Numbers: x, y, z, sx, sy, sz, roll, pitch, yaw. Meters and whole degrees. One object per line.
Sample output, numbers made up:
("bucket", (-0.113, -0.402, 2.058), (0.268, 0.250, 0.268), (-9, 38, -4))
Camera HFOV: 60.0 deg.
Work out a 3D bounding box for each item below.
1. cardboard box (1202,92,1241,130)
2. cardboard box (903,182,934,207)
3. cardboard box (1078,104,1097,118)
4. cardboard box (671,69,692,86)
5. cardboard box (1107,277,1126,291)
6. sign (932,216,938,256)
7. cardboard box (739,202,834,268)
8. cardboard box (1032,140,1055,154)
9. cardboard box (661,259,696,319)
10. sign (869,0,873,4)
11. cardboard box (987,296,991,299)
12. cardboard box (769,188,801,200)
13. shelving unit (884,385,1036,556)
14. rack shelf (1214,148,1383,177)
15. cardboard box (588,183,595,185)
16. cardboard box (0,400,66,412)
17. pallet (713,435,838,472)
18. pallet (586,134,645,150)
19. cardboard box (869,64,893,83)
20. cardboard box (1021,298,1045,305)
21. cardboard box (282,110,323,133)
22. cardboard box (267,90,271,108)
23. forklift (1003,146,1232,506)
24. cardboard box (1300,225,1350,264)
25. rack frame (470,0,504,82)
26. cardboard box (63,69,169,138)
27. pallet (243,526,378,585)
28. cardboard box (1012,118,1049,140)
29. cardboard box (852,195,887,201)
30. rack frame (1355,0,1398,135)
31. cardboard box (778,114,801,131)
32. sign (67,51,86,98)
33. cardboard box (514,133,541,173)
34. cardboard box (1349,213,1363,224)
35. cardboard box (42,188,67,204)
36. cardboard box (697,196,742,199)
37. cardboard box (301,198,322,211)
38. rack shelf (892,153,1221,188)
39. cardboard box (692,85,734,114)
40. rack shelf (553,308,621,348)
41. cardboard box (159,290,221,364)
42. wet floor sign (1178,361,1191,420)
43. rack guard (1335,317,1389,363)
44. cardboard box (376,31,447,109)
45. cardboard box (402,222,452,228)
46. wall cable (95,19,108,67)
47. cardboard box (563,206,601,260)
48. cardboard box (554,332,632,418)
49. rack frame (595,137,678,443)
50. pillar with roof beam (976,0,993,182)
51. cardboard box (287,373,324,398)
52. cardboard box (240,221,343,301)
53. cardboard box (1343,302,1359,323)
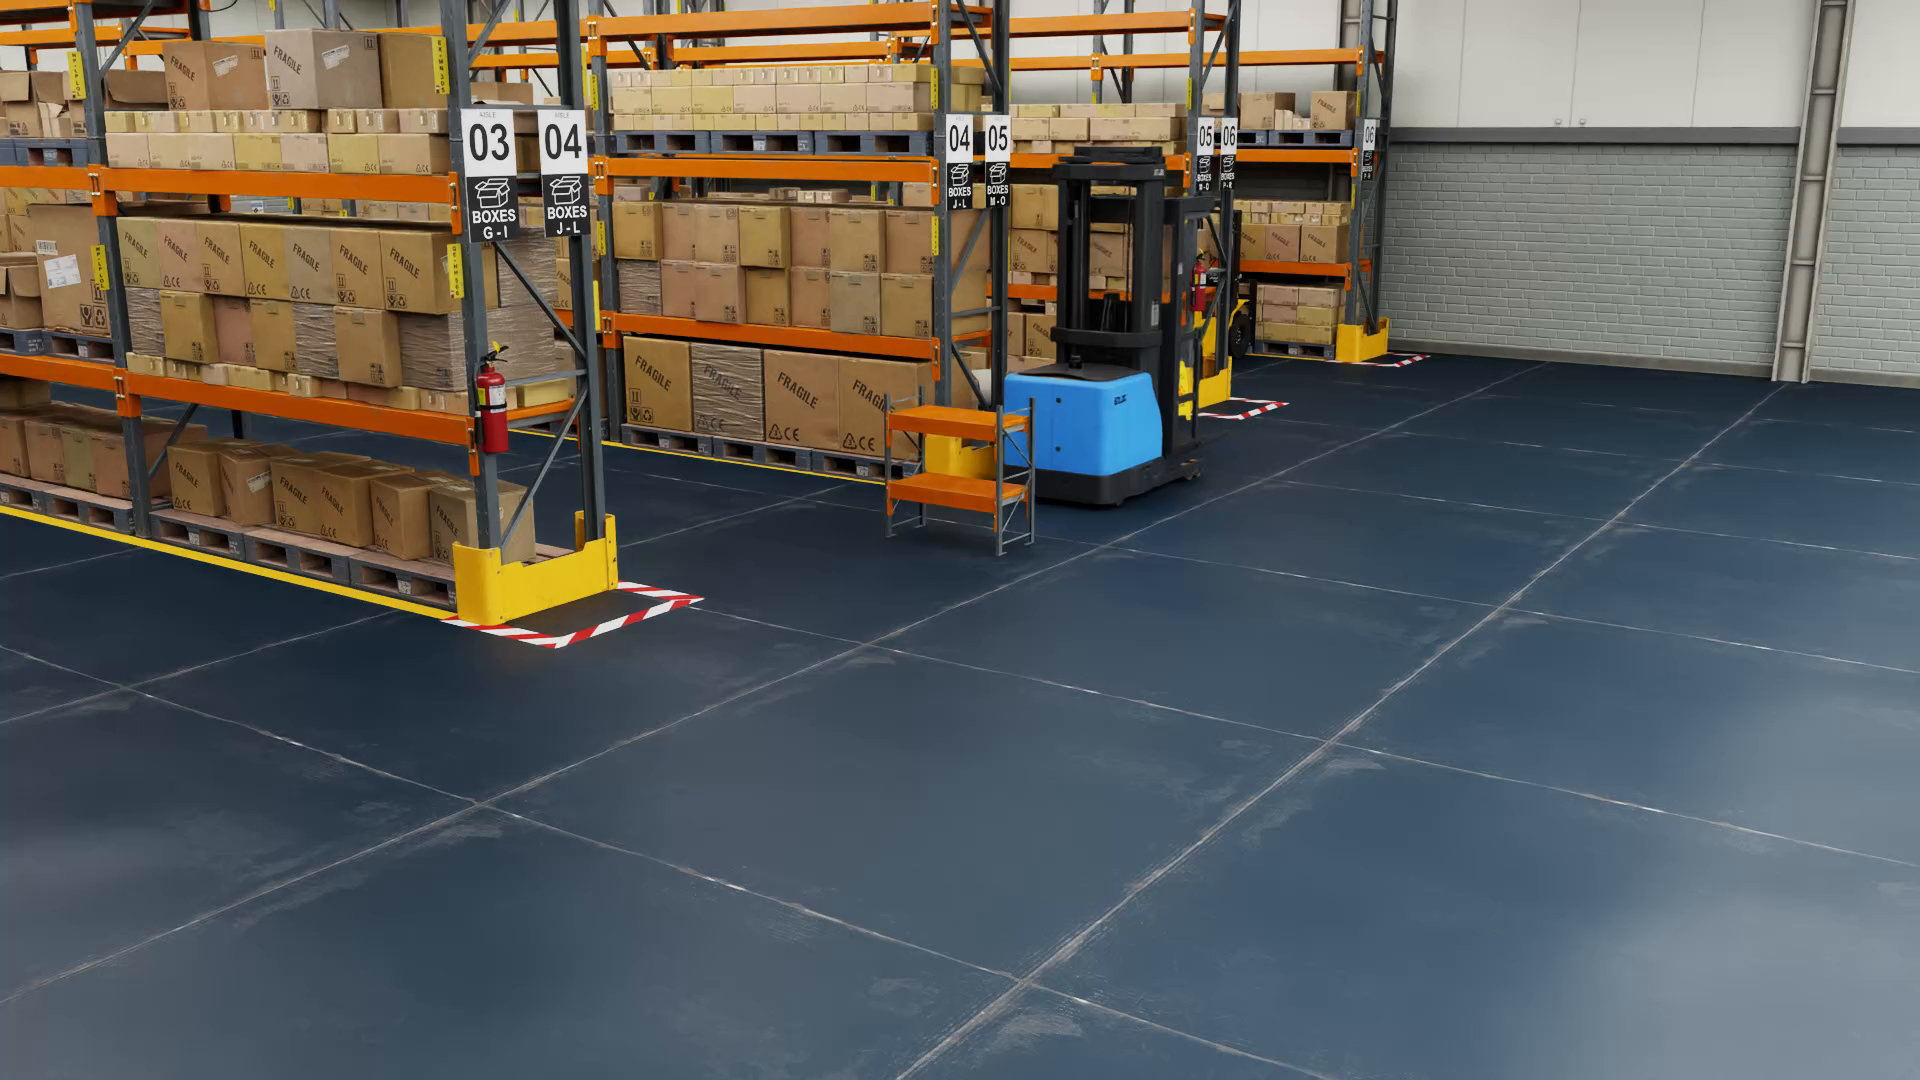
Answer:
("cardboard box", (3.790, -6.010, 23.319), (0.637, 0.503, 0.797), (10, 17, 35))
("cardboard box", (-0.291, -4.119, 20.314), (0.500, 0.500, 0.700), (9, 17, 32))
("cardboard box", (1.543, -4.866, 18.858), (0.250, 0.149, 0.380), (9, 17, 33))
("cardboard box", (-2.468, -4.298, 15.481), (0.250, 0.149, 0.380), (9, 16, 32))
("cardboard box", (1.881, -2.943, 18.992), (0.250, 0.149, 0.380), (9, 16, 32))
("sign", (-0.209, -2.577, 14.089), (0.005, 0.325, 0.100), (9, 17, 33))
("cardboard box", (-1.590, -2.864, 15.589), (0.500, 0.550, 0.875), (9, 17, 33))
("cardboard box", (1.033, -4.530, 19.162), (0.250, 0.149, 0.380), (9, 16, 32))
("cardboard box", (-2.432, -2.499, 16.365), (0.550, 0.550, 0.875), (9, 17, 33))
("sign", (-1.382, -8.364, 25.777), (0.005, 0.325, 0.100), (9, 17, 33))
("cardboard box", (0.302, -2.861, 20.076), (0.250, 0.149, 0.380), (10, 17, 35))
("cardboard box", (-2.339, -4.628, 22.226), (0.250, 0.149, 0.380), (8, 16, 30))
("shelving unit", (-0.006, -0.547, 12.692), (1.048, 1.125, 0.538), (9, 17, 33))
("rack shelf", (3.892, -5.372, 23.537), (4.000, 0.370, 1.077), (9, 17, 33))
("cardboard box", (-5.381, -4.934, 24.223), (0.500, 0.500, 0.500), (10, 17, 34))
("cardboard box", (-8.350, -0.946, 14.690), (0.500, 0.500, 0.700), (8, 16, 28))
("pallet", (-1.610, -0.908, 16.053), (1.213, 0.211, 1.003), (9, 17, 33))
("pallet", (-4.418, -5.520, 23.030), (1.003, 0.211, 1.213), (10, 17, 35))
("cardboard box", (-0.570, -3.991, 14.243), (0.250, 0.149, 0.380), (9, 17, 33))
("cardboard box", (1.153, -3.758, 25.830), (0.625, 0.625, 0.875), (9, 17, 32))
("cardboard box", (-4.227, -2.759, 10.965), (0.250, 0.149, 0.380), (8, 16, 30))
("cardboard box", (-8.092, -5.126, 19.246), (0.258, 0.266, 0.396), (9, 17, 33))
("forklift", (1.566, -2.009, 14.837), (1.130, 2.935, 3.031), (9, 16, 31))
("cardboard box", (4.996, -4.059, 22.771), (0.500, 0.500, 0.500), (9, 16, 32))
("rack frame", (-7.173, -7.528, 24.508), (0.127, 3.000, 1.000), (9, 17, 33))
("cardboard box", (-6.401, -3.360, 12.824), (0.637, 0.503, 0.797), (8, 16, 30))
("pallet", (-4.472, 0.033, 12.252), (1.213, 0.211, 1.003), (9, 17, 33))
("cardboard box", (0.939, -4.753, 19.232), (0.500, 0.250, 0.500), (9, 17, 33))
("cardboard box", (-1.427, -5.423, 27.404), (0.500, 0.500, 0.500), (10, 17, 35))
("rack frame", (5.551, -6.909, 22.007), (0.127, 3.000, 1.000), (9, 17, 33))
("cardboard box", (-1.414, -3.740, 14.889), (0.250, 0.149, 0.380), (9, 17, 33))
("sign", (-6.373, -3.354, 11.994), (0.005, 0.325, 0.100), (9, 17, 33))
("cardboard box", (-3.002, -2.530, 10.872), (0.500, 0.250, 0.500), (10, 17, 34))
("cardboard box", (5.415, -4.458, 23.030), (0.250, 0.149, 0.380), (9, 16, 31))
("cardboard box", (-11.681, -4.509, 21.888), (0.500, 0.500, 0.500), (9, 16, 31))
("cardboard box", (-3.322, -4.471, 22.941), (0.500, 0.500, 0.500), (9, 16, 31))
("cardboard box", (-10.253, -5.565, 26.774), (0.500, 0.500, 0.500), (9, 16, 32))
("rack shelf", (1.125, -4.382, 19.537), (4.000, 0.370, 1.077), (9, 17, 33))
("cardboard box", (-2.126, -4.066, 15.377), (0.500, 0.250, 0.500), (9, 16, 32))
("rack shelf", (-4.873, -2.462, 18.023), (4.000, 0.370, 1.077), (9, 17, 33))
("cardboard box", (-5.332, -1.614, 12.272), (0.500, 0.500, 0.875), (9, 17, 33))
("wet floor sign", (2.345, -1.625, 18.046), (0.267, 0.644, 0.232), (-10, 17, -35))
("rack guard", (5.571, -2.781, 23.015), (0.348, 0.500, 1.175), (9, 17, 33))
("cardboard box", (-3.828, -3.176, 11.299), (0.500, 0.500, 0.500), (9, 17, 33))
("cardboard box", (-3.462, -1.906, 11.372), (0.500, 0.500, 0.500), (9, 17, 33))
("wall cable", (-15.369, -8.771, 29.529), (0.029, 3.000, 0.463), (9, 17, 33))
("cardboard box", (-3.629, -3.142, 16.985), (0.500, 0.500, 0.700), (9, 16, 32))
("cardboard box", (-3.779, -1.720, 17.337), (0.750, 0.750, 1.050), (9, 17, 33))
("rack frame", (-3.214, -2.543, 16.853), (0.127, 3.000, 1.000), (9, 17, 33))
("pillar with roof beam", (-1.905, -7.129, 22.893), (0.400, 9.000, 9.100), (9, 17, 33))
("cardboard box", (-4.402, -1.086, 11.492), (0.250, 0.149, 0.380), (9, 17, 33))
("cardboard box", (-4.583, -1.936, 11.493), (0.500, 0.500, 0.500), (9, 17, 33))
("cardboard box", (5.277, -3.213, 23.370), (0.500, 0.250, 0.500), (10, 17, 34))
